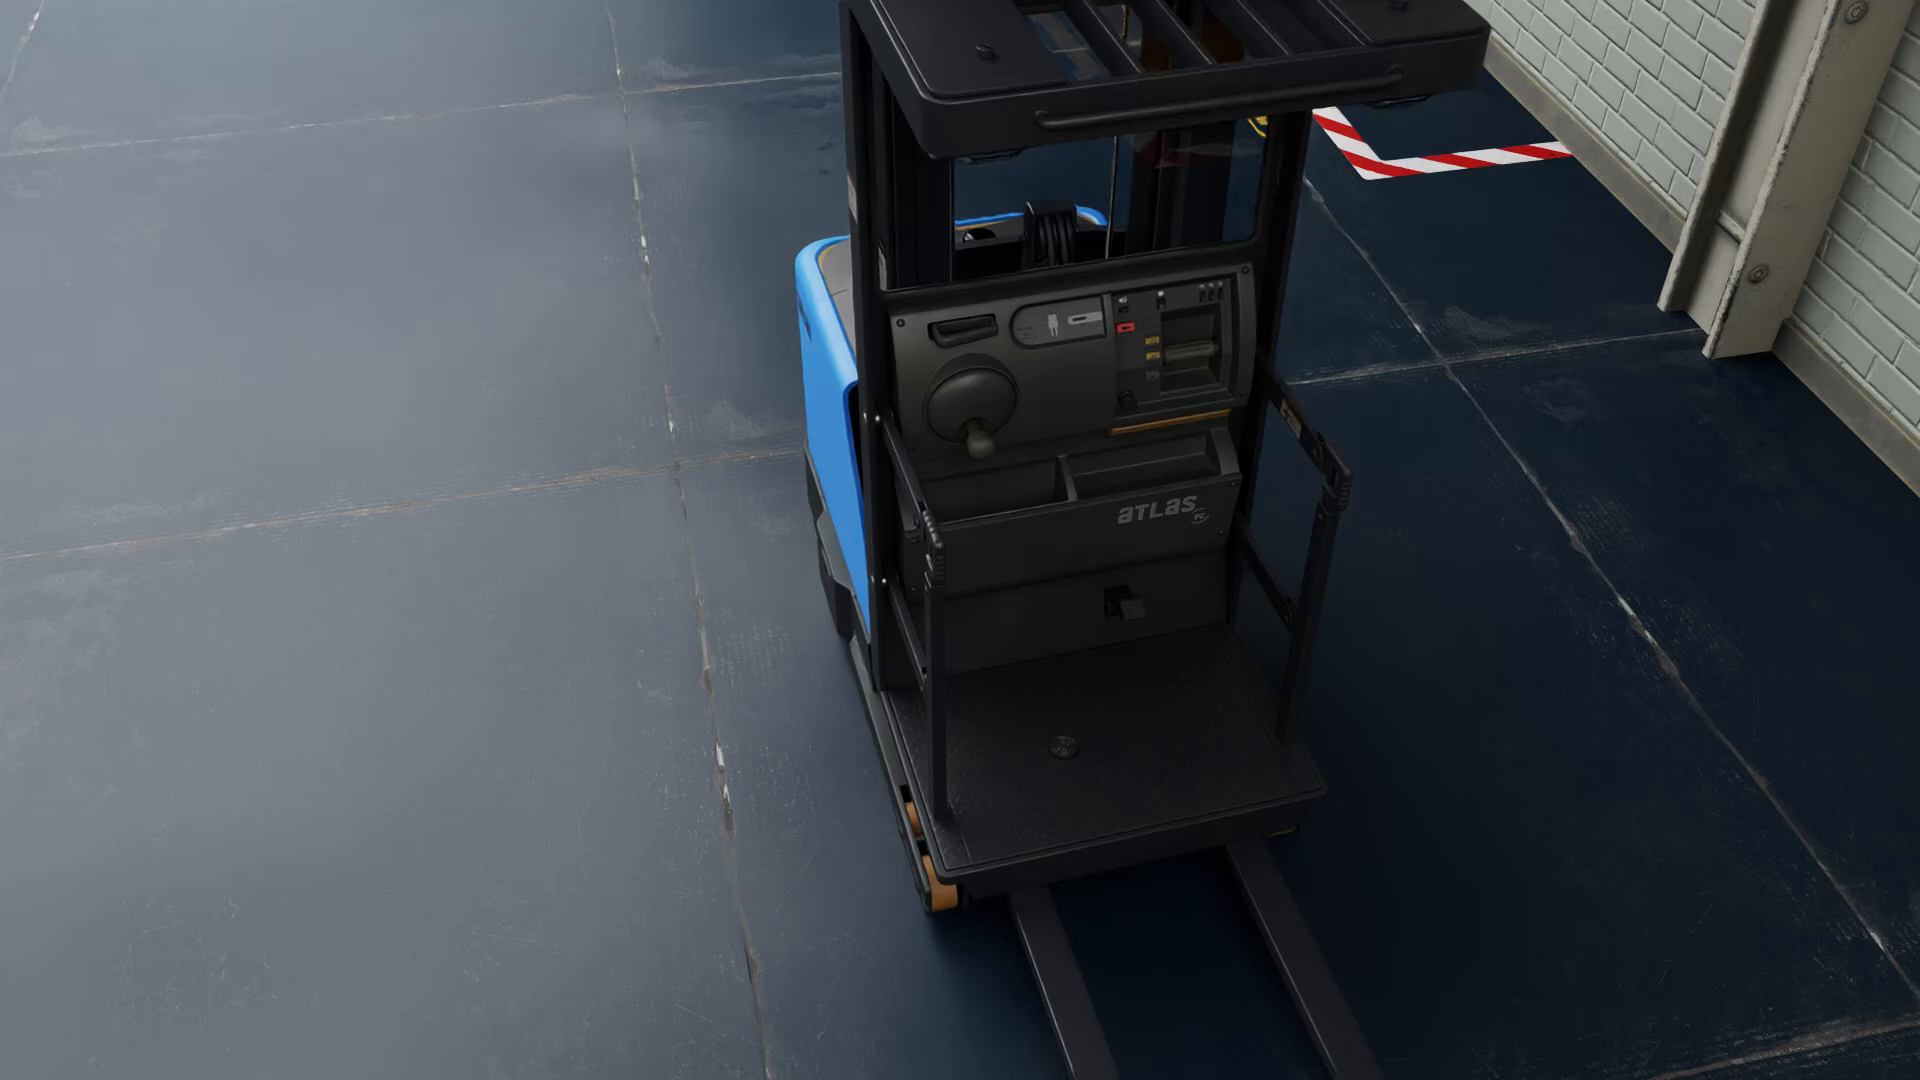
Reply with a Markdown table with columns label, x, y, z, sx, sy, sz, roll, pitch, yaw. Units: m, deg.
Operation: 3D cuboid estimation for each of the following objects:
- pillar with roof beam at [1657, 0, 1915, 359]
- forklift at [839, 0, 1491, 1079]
| label | x | y | z | sx | sy | sz | roll | pitch | yaw |
| --- | --- | --- | --- | --- | --- | --- | --- | --- | --- |
| pillar with roof beam | -1.145 | -3.612 | 3.041 | 9.100 | 9.000 | 0.400 | -8 | 42 | -9 |
| forklift | 0.339 | -0.363 | 3.951 | 1.110 | 2.935 | 3.031 | -10 | 43 | -11 |
